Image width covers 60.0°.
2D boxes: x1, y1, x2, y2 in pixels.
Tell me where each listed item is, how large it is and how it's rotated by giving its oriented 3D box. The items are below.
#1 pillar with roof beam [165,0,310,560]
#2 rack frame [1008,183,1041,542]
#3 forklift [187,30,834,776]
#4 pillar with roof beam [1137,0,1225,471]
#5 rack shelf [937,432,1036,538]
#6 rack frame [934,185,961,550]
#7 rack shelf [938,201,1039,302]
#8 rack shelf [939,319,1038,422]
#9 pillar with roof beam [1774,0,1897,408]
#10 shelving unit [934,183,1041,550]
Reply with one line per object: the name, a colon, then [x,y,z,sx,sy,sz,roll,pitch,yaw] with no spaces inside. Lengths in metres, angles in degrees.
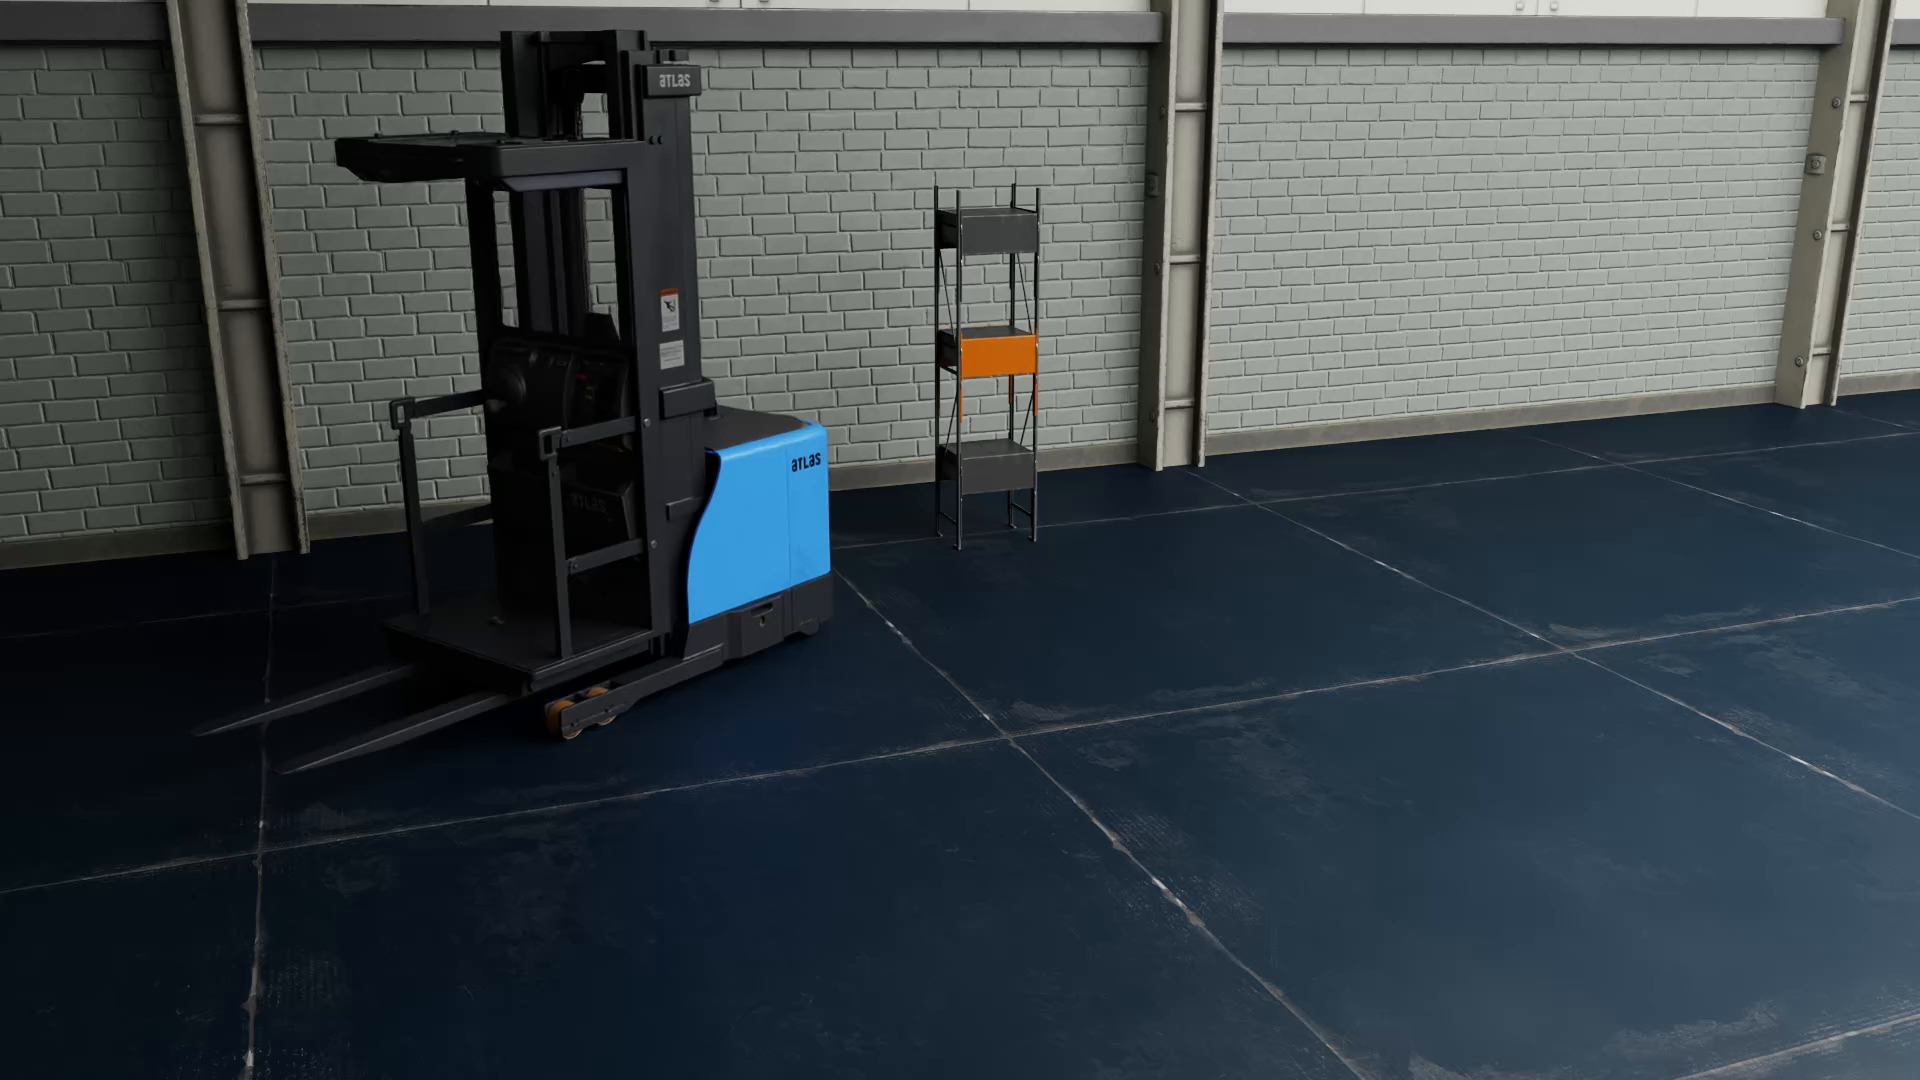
pillar with roof beam: [-2.549,-3.130,4.784,0.400,9.000,9.100,-6,17,-20]
rack frame: [0.382,-1.049,9.943,0.015,2.100,0.400,-6,17,-20]
forklift: [-1.929,-0.703,7.290,1.130,2.935,3.031,12,20,35]
pillar with roof beam: [3.054,-3.734,6.844,0.400,9.000,9.100,-6,17,-20]
rack shelf: [0.155,-0.339,10.060,0.480,0.518,0.431,-6,17,-20]
rack frame: [-0.073,-1.000,9.775,0.015,2.100,0.400,-6,17,-20]
rack shelf: [0.155,-1.683,9.666,0.480,0.518,0.431,-6,17,-20]
rack shelf: [0.155,-1.011,9.863,0.480,0.518,0.431,-6,17,-20]
pillar with roof beam: [8.657,-4.339,8.904,0.400,9.000,9.100,-6,17,-20]
shelving unit: [0.155,-1.024,9.859,0.503,2.100,0.431,-6,17,-20]
